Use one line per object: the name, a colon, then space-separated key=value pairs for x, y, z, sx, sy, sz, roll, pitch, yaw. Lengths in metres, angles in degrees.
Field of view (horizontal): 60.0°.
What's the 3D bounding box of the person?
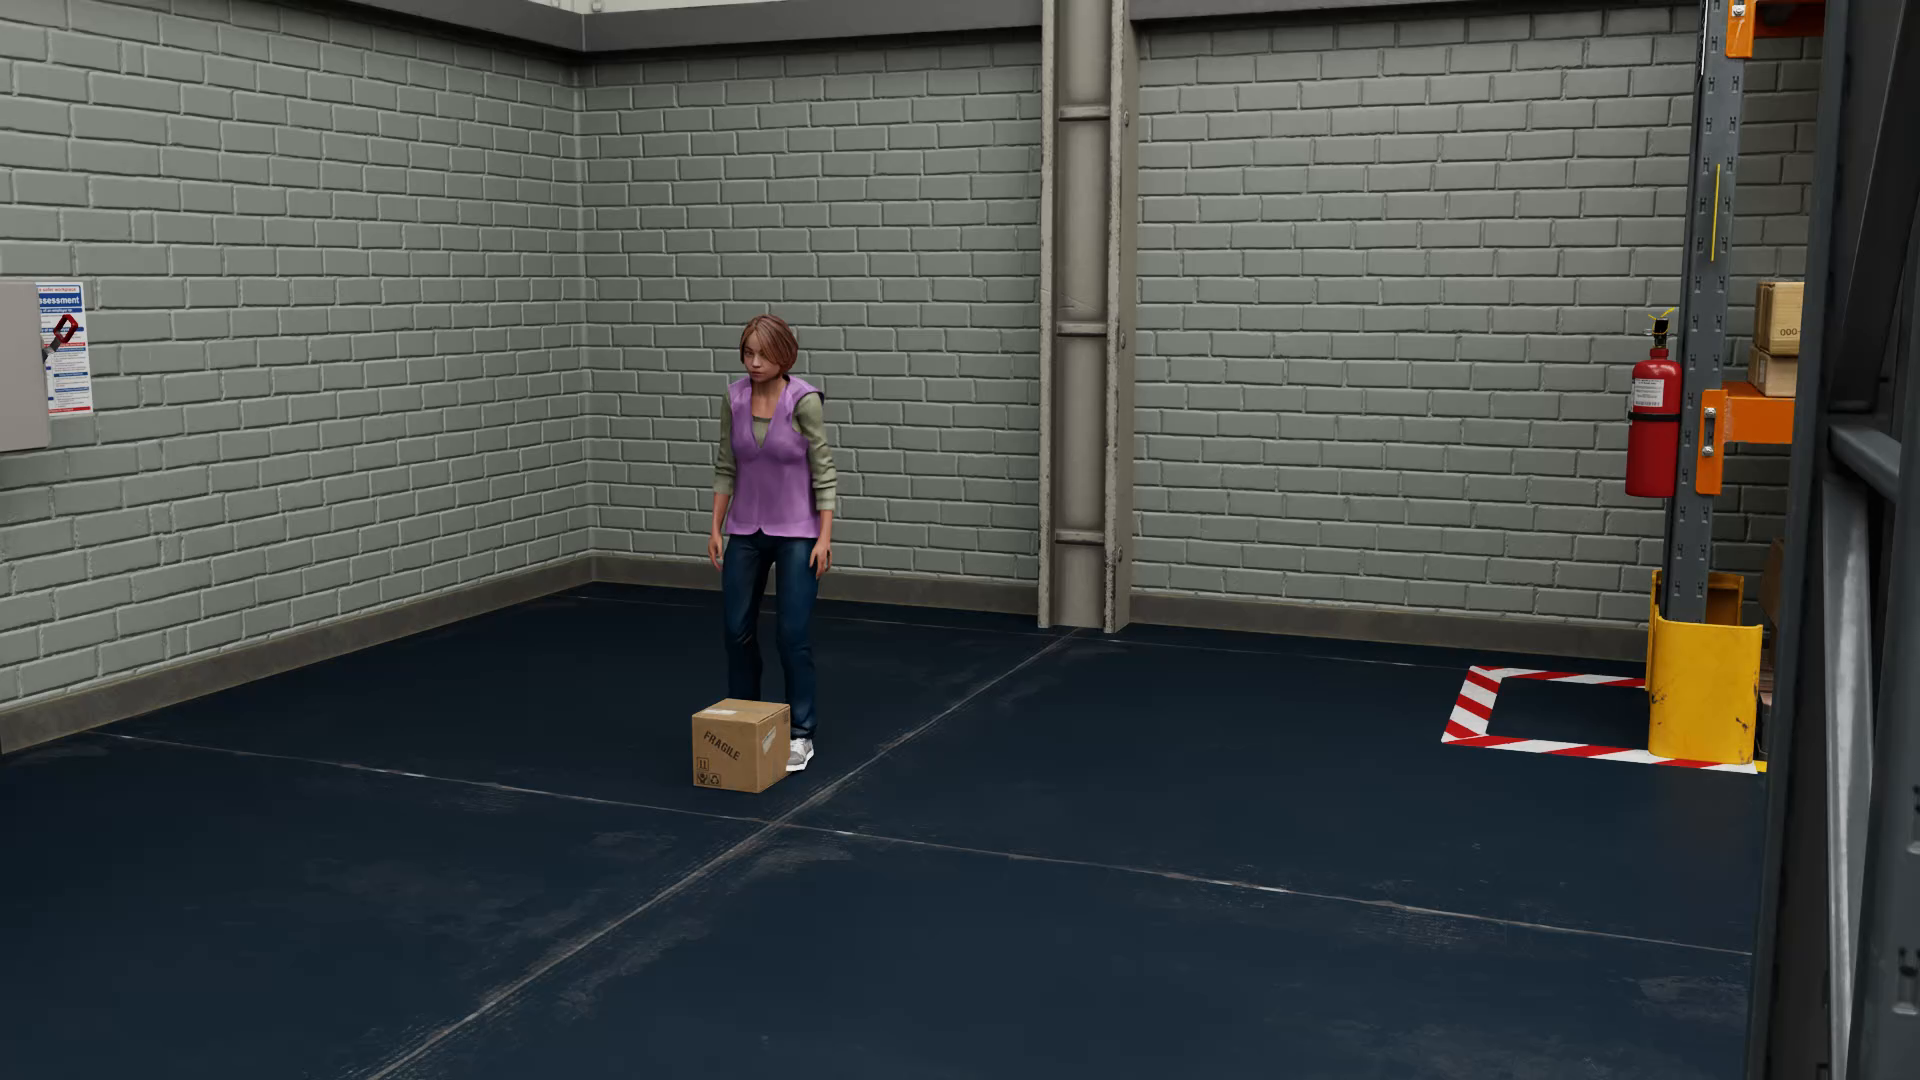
person: x=-0.666 y=0.013 z=5.850 sx=0.484 sy=1.581 sz=0.346 roll=3 pitch=9 yaw=18
